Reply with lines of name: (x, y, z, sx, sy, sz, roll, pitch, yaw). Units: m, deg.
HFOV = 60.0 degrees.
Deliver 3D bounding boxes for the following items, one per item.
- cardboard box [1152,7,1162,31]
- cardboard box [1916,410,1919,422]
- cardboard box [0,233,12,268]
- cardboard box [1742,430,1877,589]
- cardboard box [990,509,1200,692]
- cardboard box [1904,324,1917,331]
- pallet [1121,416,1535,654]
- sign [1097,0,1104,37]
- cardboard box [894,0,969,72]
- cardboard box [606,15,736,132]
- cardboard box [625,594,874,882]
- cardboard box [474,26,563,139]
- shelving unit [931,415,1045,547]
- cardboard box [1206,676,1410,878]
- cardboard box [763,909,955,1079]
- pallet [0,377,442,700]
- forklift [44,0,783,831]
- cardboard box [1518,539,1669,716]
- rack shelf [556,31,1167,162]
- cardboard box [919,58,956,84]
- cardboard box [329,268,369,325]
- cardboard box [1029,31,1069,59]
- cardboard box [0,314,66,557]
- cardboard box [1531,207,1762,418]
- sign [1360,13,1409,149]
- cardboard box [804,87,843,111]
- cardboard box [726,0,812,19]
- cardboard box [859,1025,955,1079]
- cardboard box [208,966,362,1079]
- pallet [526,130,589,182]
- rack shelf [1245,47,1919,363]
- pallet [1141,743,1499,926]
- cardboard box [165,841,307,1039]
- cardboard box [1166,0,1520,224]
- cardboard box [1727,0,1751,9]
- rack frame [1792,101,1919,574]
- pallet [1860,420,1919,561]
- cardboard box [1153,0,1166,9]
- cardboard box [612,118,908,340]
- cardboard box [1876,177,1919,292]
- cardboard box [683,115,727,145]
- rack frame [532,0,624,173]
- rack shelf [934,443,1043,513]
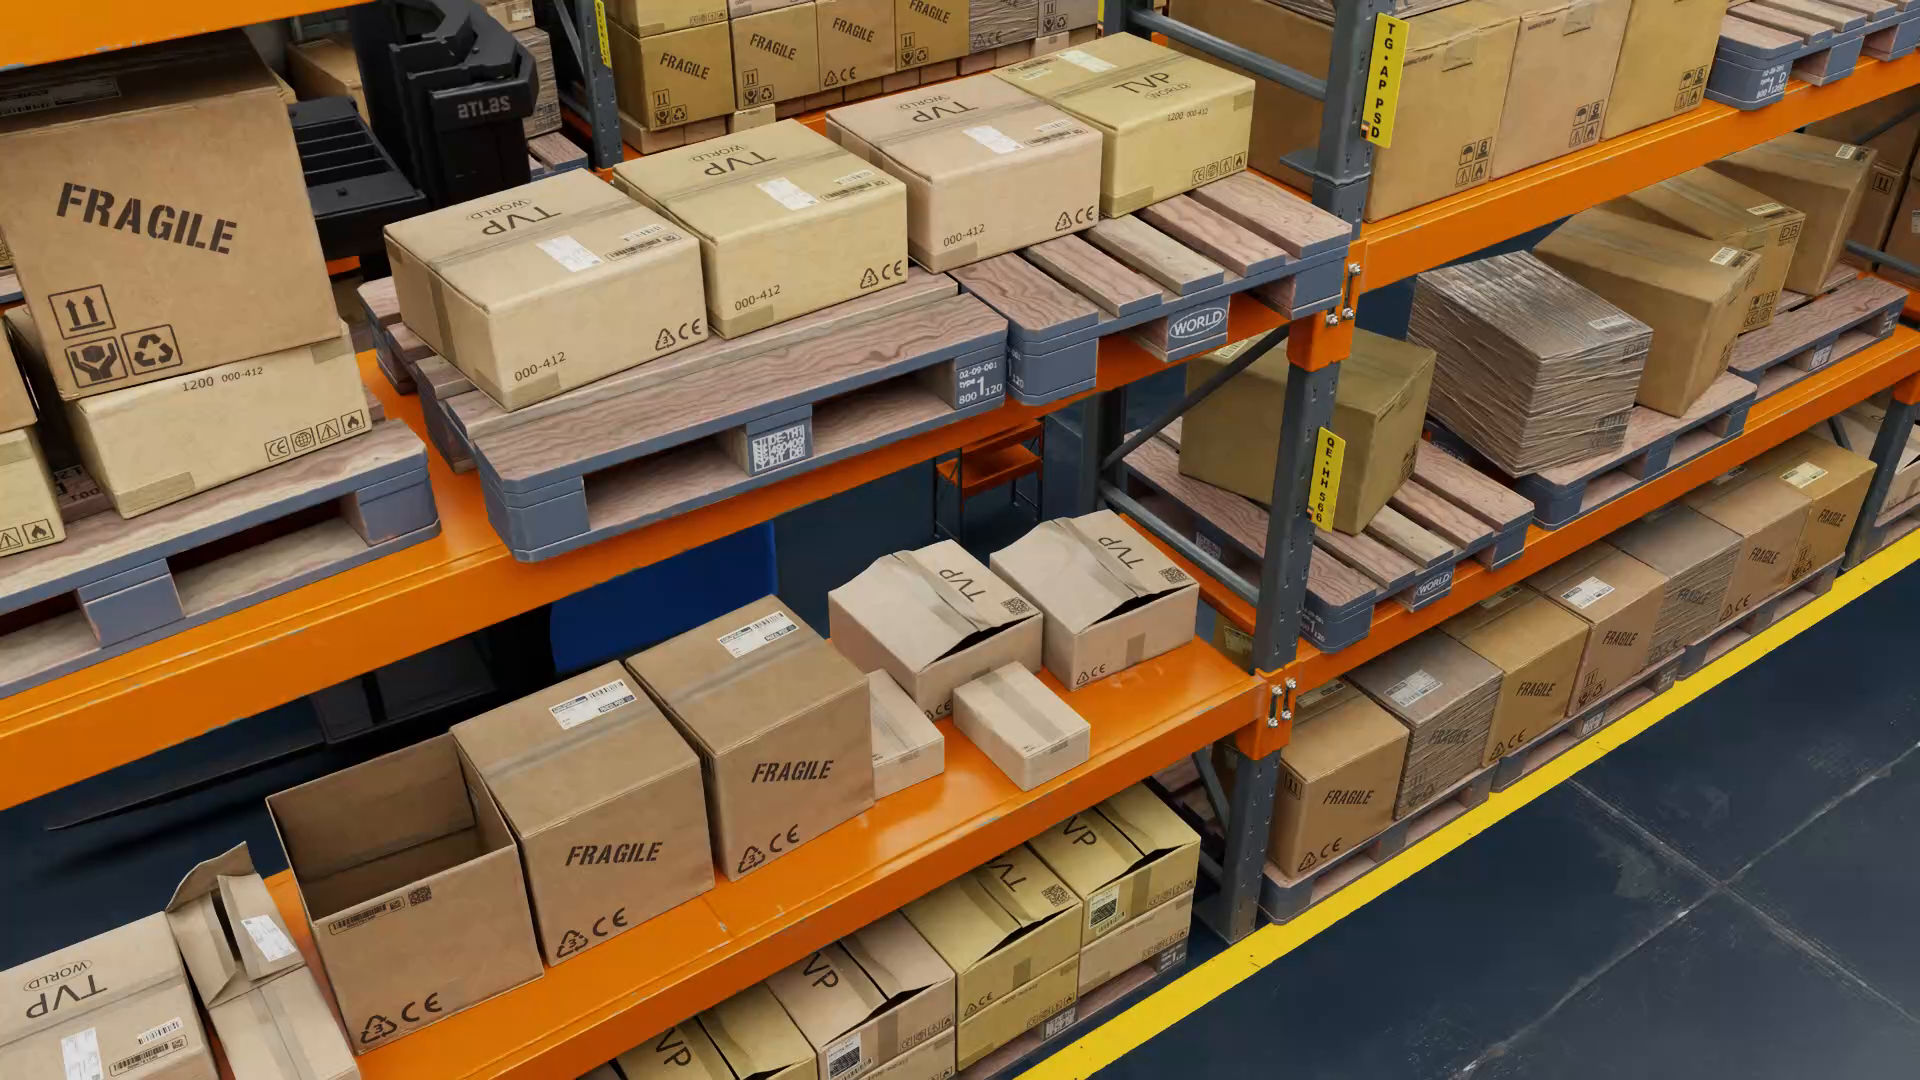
cardboard box: (1.062, -3.336, 10.517, 0.250, 0.149, 0.380, -22, 41, -27)
cardboard box: (5.201, -0.677, 8.672, 0.250, 0.166, 0.380, -22, 41, -28)
cardboard box: (-4.468, -1.546, 7.368, 0.500, 0.500, 0.700, -18, 39, -23)
cardboard box: (3.793, -0.176, 7.690, 0.500, 0.500, 0.500, -23, 41, -28)
cardboard box: (0.439, 0.168, 5.524, 0.500, 0.311, 0.500, -20, 40, -25)
cardboard box: (5.564, -1.115, 8.992, 0.637, 0.503, 0.797, -22, 41, -28)
pallet: (1.276, -0.153, 6.059, 1.003, 0.211, 1.213, -22, 41, -28)
sign: (0.451, -1.657, 4.973, 0.005, 0.325, 0.100, -22, 41, -28)
cardboard box: (-0.289, -3.060, 9.579, 0.500, 0.500, 0.500, -21, 41, -27)
cardboard box: (-1.550, -2.543, 8.860, 0.500, 0.500, 0.500, -21, 41, -27)
cardboard box: (-0.600, 0.562, 4.814, 0.500, 0.500, 0.500, -25, 42, -30)
cardboard box: (-2.473, -2.389, 8.540, 0.500, 0.500, 0.700, -28, 44, -33)
shelving unit: (0.135, -0.543, 7.977, 0.503, 1.200, 0.258, -22, 41, -28)
cardboard box: (1.299, 0.850, 6.264, 0.500, 0.500, 0.500, -21, 41, -26)
cardboard box: (-0.360, 1.388, 5.266, 0.500, 0.311, 0.500, -23, 41, -28)
pallet: (-1.794, -0.067, 3.369, 1.217, 0.209, 0.805, -24, 42, -30)
forklift: (-2.329, -0.508, 6.446, 3.031, 2.935, 1.130, -18, 40, -24)
cardboard box: (2.560, 0.327, 6.991, 0.500, 0.500, 0.500, -24, 42, -29)
rack shelf: (-0.460, -2.713, 10.070, 4.000, 0.370, 1.077, -22, 41, -28)
cardboard box: (-0.226, -2.845, 9.835, 0.250, 0.149, 0.380, -21, 41, -27)
cardboard box: (-3.155, -1.372, 8.711, 0.500, 0.250, 0.500, -22, 41, -27)
cardboard box: (0.449, -3.057, 10.129, 0.250, 0.149, 0.380, -22, 41, -28)
cardboard box: (-1.998, -0.154, 3.095, 0.500, 0.250, 0.500, -18, 39, -23)
cardboard box: (2.623, -0.903, 6.491, 0.700, 0.500, 0.500, 26, 43, 32)
sign: (1.075, -1.162, 4.217, 0.005, 0.325, 0.100, -22, 41, -28)
cardboard box: (-0.874, -2.604, 9.499, 0.250, 0.149, 0.380, -21, 41, -27)
cardboard box: (-1.136, -3.017, 8.877, 0.500, 0.250, 0.500, -23, 42, -28)
cardboard box: (-0.360, 1.612, 5.435, 0.500, 0.250, 0.500, -21, 41, -27)
cardboard box: (-1.666, 1.277, 4.120, 0.250, 0.149, 0.380, -22, 41, -28)
pallet: (-2.616, -1.964, 8.577, 1.003, 0.211, 1.213, -22, 41, -28)
rack shelf: (2.397, -1.568, 5.909, 4.000, 0.370, 1.077, -22, 41, -28)
pallet: (1.394, 0.929, 6.777, 1.213, 0.211, 1.003, -22, 41, -28)
cardboard box: (-1.895, 1.047, 4.341, 0.258, 0.266, 0.396, -23, 42, -29)
cardboard box: (1.099, -1.391, 4.960, 0.500, 0.500, 0.910, -22, 41, -28)
cardboard box: (2.489, -2.200, 5.641, 0.600, 0.600, 0.600, -24, 42, -30)
rack frame: (4.032, -1.315, 7.510, 0.127, 3.000, 1.000, -22, 41, -28)
pallet: (4.593, -0.414, 8.645, 1.213, 0.211, 1.003, -22, 41, -28)
cardboard box: (0.943, -3.572, 10.290, 0.500, 0.500, 0.500, -23, 42, -29)
cardboard box: (-0.469, -0.746, 3.918, 0.500, 0.250, 0.500, -23, 42, -29)
cardboard box: (4.605, -1.397, 7.538, 0.500, 0.500, 0.500, -21, 41, -27)
cardboard box: (-1.481, -2.320, 9.104, 0.250, 0.149, 0.380, -22, 41, -27)
rack frame: (-2.095, -2.333, 8.924, 0.127, 3.000, 1.000, -22, 41, -28)
rack shelf: (0.135, -0.327, 8.132, 0.480, 0.148, 0.258, -22, 41, -28)
